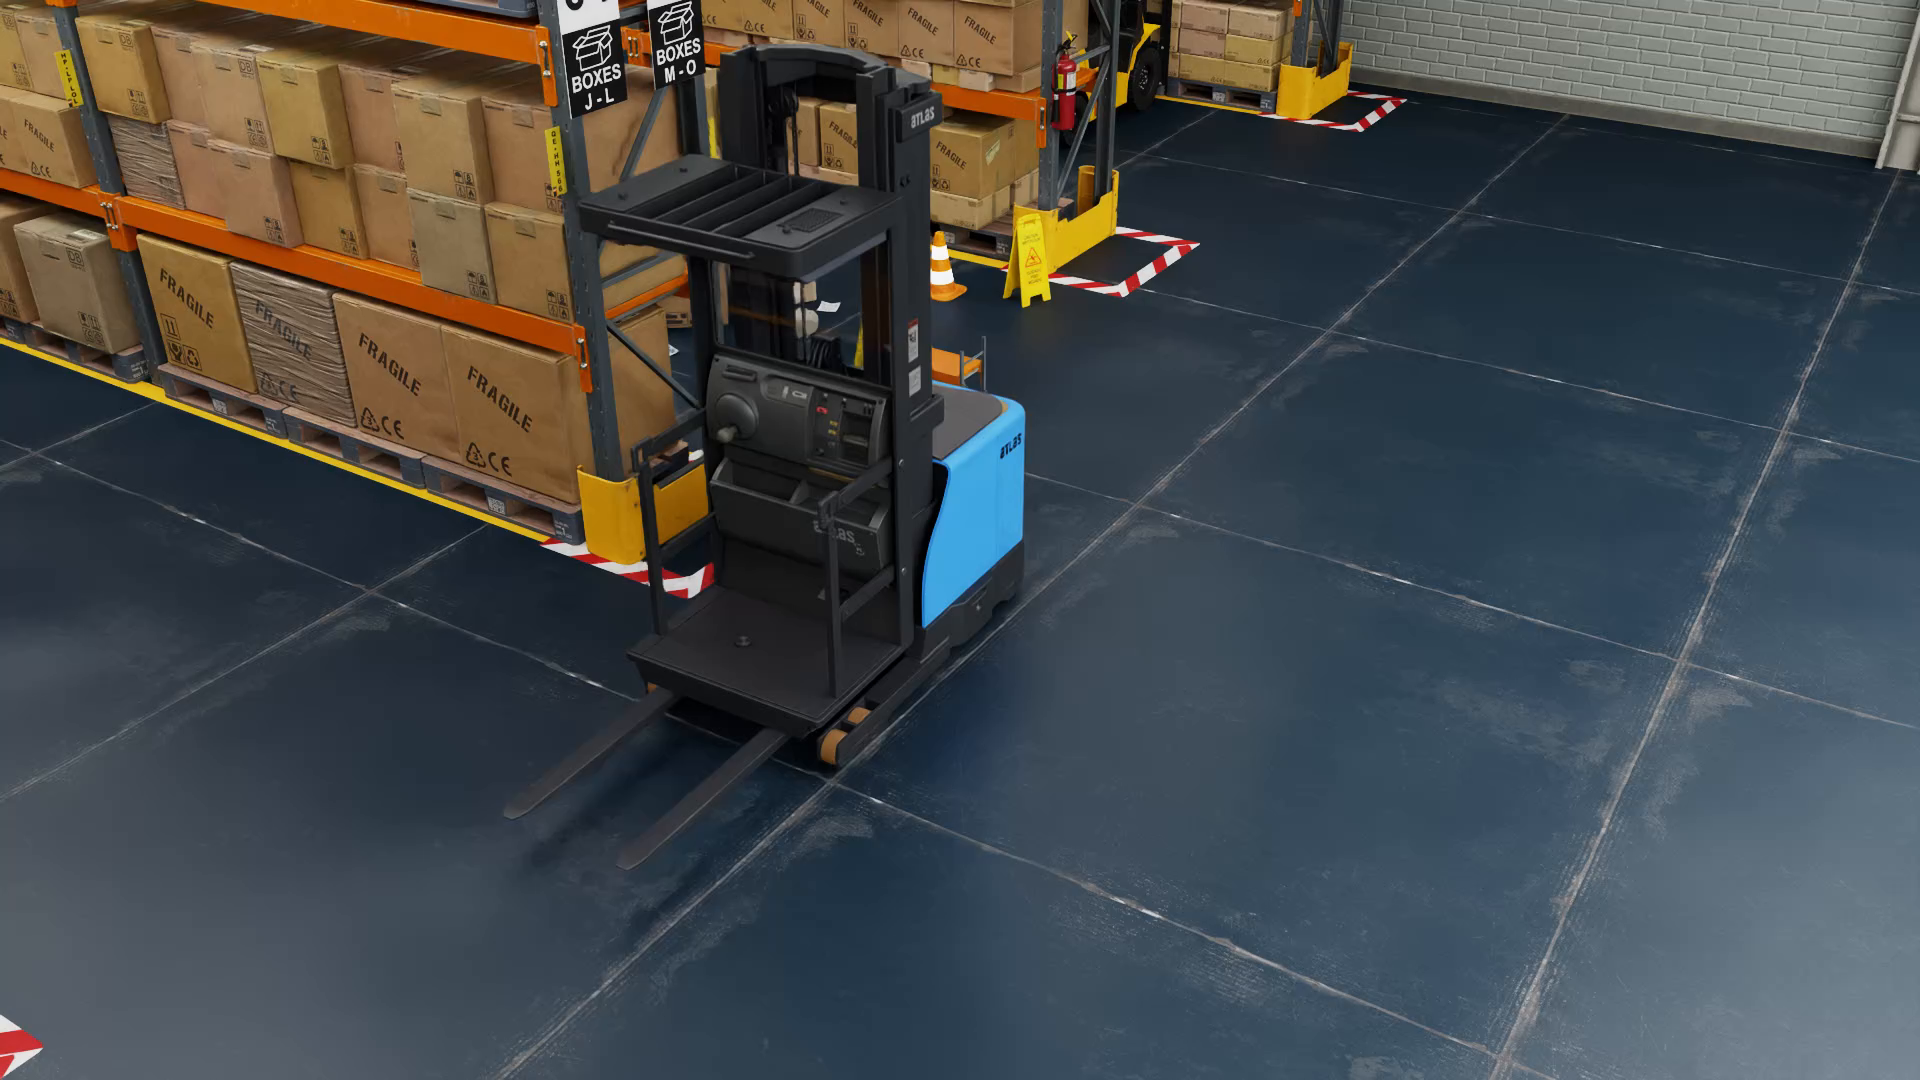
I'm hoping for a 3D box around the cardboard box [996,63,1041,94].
[{"bbox_3d":[0.472,-3.489,12.504,0.250,0.149,0.380,19,35,29],"label":"cardboard box"}]

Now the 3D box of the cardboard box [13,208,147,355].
[{"bbox_3d":[-5.605,-1.858,11.275,0.750,0.750,1.050,17,34,27],"label":"cardboard box"}]

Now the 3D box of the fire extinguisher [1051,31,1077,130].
[{"bbox_3d":[0.754,-3.328,12.055,0.183,0.674,0.296,18,35,27],"label":"fire extinguisher"}]

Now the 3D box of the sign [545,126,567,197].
[{"bbox_3d":[-1.944,-1.824,8.016,0.005,0.325,0.100,18,35,27],"label":"sign"}]

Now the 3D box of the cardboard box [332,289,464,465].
[{"bbox_3d":[-2.999,-1.101,9.853,0.875,0.875,0.875,17,34,27],"label":"cardboard box"}]

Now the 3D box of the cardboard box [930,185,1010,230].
[{"bbox_3d":[0.054,-2.691,13.198,0.500,0.250,0.500,17,34,27],"label":"cardboard box"}]

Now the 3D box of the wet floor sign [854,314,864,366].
[{"bbox_3d":[-0.566,-1.270,10.786,0.232,0.644,0.267,12,32,19],"label":"wet floor sign"}]

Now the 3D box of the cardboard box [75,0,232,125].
[{"bbox_3d":[-4.737,-2.939,10.090,0.550,0.550,0.875,18,35,27],"label":"cardboard box"}]

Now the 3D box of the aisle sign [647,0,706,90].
[{"bbox_3d":[-1.424,-2.681,8.289,0.004,0.787,0.394,18,35,27],"label":"aisle sign"}]

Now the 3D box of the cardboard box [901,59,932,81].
[{"bbox_3d":[-0.242,-3.644,12.769,0.250,0.149,0.380,18,35,28],"label":"cardboard box"}]

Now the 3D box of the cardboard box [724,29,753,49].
[{"bbox_3d":[-1.716,-4.146,13.629,0.250,0.149,0.380,19,35,29],"label":"cardboard box"}]

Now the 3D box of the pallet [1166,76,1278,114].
[{"bbox_3d":[2.868,-4.691,17.082,1.213,0.211,1.003,18,35,27],"label":"pallet"}]

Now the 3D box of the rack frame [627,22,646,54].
[{"bbox_3d":[-2.486,-4.661,14.262,0.127,3.000,1.000,18,35,27],"label":"rack frame"}]

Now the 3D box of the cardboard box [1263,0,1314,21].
[{"bbox_3d":[3.232,-5.344,16.753,0.500,0.250,0.500,17,34,27],"label":"cardboard box"}]

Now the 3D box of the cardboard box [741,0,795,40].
[{"bbox_3d":[-1.405,-4.331,13.303,0.500,0.500,0.500,17,34,27],"label":"cardboard box"}]

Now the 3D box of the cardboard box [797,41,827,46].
[{"bbox_3d":[-1.082,-3.929,13.257,0.250,0.149,0.380,17,34,27],"label":"cardboard box"}]

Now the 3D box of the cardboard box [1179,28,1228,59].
[{"bbox_3d":[2.541,-5.054,16.752,0.500,0.250,0.500,17,34,27],"label":"cardboard box"}]

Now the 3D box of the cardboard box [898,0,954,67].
[{"bbox_3d":[-0.125,-3.925,12.606,0.500,0.500,0.500,18,35,27],"label":"cardboard box"}]

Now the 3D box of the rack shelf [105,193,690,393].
[{"bbox_3d":[-3.338,-1.674,9.857,4.000,0.370,1.077,18,35,27],"label":"rack shelf"}]

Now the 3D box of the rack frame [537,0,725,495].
[{"bbox_3d":[-1.644,-1.449,8.758,0.127,3.000,1.000,18,35,27],"label":"rack frame"}]

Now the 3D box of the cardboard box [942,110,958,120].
[{"bbox_3d":[-0.359,-3.148,13.238,0.500,0.500,0.500,19,35,29],"label":"cardboard box"}]

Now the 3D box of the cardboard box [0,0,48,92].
[{"bbox_3d":[-5.892,-3.263,10.776,0.500,0.500,0.700,17,34,27],"label":"cardboard box"}]

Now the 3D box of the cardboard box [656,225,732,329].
[{"bbox_3d":[-1.931,-1.901,12.009,0.637,0.503,0.797,-4,30,-7],"label":"cardboard box"}]

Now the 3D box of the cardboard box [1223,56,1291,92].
[{"bbox_3d":[2.972,-4.693,16.630,0.500,0.250,0.500,18,35,28],"label":"cardboard box"}]

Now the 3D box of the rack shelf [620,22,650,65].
[{"bbox_3d":[-4.179,-4.886,15.362,4.000,0.370,1.077,18,35,27],"label":"rack shelf"}]

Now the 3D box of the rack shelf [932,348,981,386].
[{"bbox_3d":[-0.140,-0.902,8.826,0.480,0.148,0.258,18,35,27],"label":"rack shelf"}]

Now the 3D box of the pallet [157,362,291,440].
[{"bbox_3d":[-4.429,-1.079,10.891,1.213,0.211,1.003,18,35,27],"label":"pallet"}]

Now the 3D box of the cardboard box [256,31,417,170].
[{"bbox_3d":[-3.372,-2.499,9.336,0.500,0.550,0.875,18,35,27],"label":"cardboard box"}]

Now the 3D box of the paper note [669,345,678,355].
[{"bbox_3d":[-2.034,-1.300,11.449,0.144,0.017,0.142,-21,36,-32],"label":"paper note"}]

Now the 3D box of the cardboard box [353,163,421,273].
[{"bbox_3d":[-2.867,-1.936,9.443,0.550,0.550,0.875,18,35,27],"label":"cardboard box"}]

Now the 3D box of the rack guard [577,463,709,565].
[{"bbox_3d":[-1.623,-0.363,9.376,0.348,0.500,1.175,18,35,27],"label":"rack guard"}]

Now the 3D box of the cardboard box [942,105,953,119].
[{"bbox_3d":[-0.261,-3.360,12.957,0.250,0.149,0.380,19,35,29],"label":"cardboard box"}]

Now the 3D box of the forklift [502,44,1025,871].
[{"bbox_3d":[-0.839,-0.511,7.217,1.130,2.935,3.031,16,34,26],"label":"forklift"}]

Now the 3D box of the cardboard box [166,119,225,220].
[{"bbox_3d":[-4.235,-2.354,10.160,0.550,0.550,0.875,18,35,27],"label":"cardboard box"}]

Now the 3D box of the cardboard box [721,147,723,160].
[{"bbox_3d":[-1.671,-3.243,14.144,0.500,0.250,0.500,20,36,30],"label":"cardboard box"}]

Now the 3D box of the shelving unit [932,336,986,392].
[{"bbox_3d":[-0.140,-0.563,9.024,0.503,1.200,0.258,18,35,27],"label":"shelving unit"}]

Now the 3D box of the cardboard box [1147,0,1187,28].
[{"bbox_3d":[2.114,-5.390,16.831,0.500,0.250,0.500,18,35,28],"label":"cardboard box"}]

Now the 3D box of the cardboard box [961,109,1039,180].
[{"bbox_3d":[0.346,-3.247,13.407,0.500,0.500,0.500,16,34,26],"label":"cardboard box"}]

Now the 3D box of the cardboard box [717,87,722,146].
[{"bbox_3d":[-1.670,-3.567,13.955,0.500,0.500,0.500,19,35,29],"label":"cardboard box"}]

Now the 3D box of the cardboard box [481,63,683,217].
[{"bbox_3d":[-1.937,-2.096,8.646,0.550,0.550,0.875,18,35,27],"label":"cardboard box"}]

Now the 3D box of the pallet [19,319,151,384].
[{"bbox_3d":[-5.725,-1.491,11.596,1.213,0.211,1.003,18,35,27],"label":"pallet"}]

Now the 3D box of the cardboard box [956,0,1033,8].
[{"bbox_3d":[0.354,-4.236,12.148,0.500,0.500,0.700,17,34,26],"label":"cardboard box"}]
